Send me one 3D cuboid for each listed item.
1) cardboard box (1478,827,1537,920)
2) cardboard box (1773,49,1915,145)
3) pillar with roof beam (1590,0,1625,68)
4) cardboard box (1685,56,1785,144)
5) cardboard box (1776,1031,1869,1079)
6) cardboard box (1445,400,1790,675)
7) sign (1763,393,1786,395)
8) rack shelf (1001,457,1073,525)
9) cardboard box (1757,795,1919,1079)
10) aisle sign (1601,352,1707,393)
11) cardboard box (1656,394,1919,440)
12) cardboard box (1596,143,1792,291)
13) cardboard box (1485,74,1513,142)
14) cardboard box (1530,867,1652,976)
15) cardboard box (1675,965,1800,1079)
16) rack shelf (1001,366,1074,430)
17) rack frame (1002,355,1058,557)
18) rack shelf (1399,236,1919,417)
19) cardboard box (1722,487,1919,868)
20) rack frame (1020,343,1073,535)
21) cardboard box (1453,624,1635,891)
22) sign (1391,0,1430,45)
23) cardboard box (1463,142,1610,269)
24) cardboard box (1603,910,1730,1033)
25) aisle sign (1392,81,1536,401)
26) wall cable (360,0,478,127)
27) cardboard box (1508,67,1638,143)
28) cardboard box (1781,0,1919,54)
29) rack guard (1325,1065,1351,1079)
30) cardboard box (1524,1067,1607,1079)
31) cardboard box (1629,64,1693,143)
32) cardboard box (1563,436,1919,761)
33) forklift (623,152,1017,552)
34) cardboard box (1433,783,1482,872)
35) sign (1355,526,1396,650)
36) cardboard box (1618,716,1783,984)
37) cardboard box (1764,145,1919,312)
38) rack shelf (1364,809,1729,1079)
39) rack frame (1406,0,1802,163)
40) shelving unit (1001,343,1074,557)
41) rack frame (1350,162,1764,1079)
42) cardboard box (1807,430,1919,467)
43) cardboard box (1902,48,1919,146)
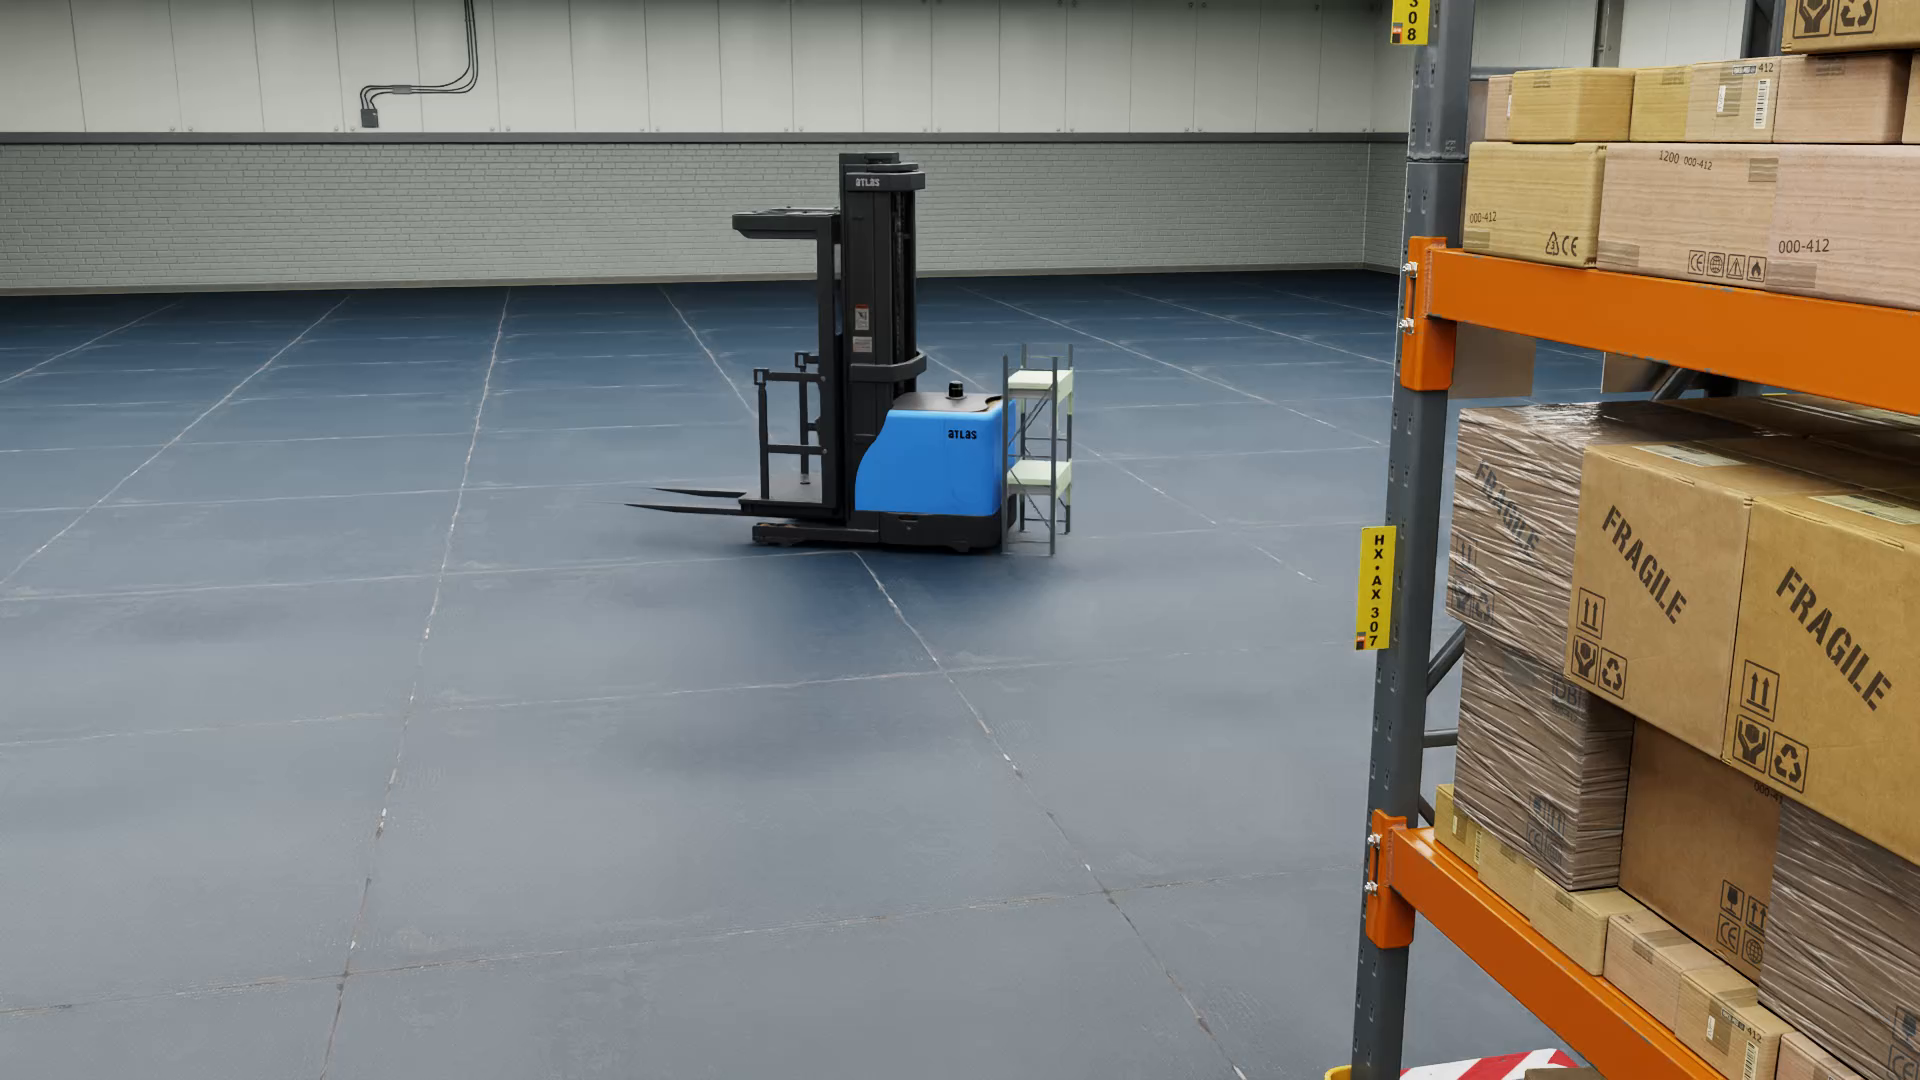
[{"bbox_3d":[1.474,0.774,3.966,0.380,0.149,0.250,-3,14,-13],"label":"cardboard box"},{"bbox_3d":[1.632,-0.747,2.821,0.380,0.149,0.250,-3,14,-13],"label":"cardboard box"},{"bbox_3d":[7.227,-8.411,28.395,9.100,9.000,0.400,-3,14,-13],"label":"pillar with roof beam"},{"bbox_3d":[1.579,-0.803,3.051,0.380,0.149,0.250,-3,14,-11],"label":"cardboard box"},{"bbox_3d":[1.734,1.004,3.028,0.380,0.149,0.250,-3,14,-13],"label":"cardboard box"},{"bbox_3d":[1.463,-0.022,3.753,0.500,0.500,0.500,-3,14,-13],"label":"cardboard box"},{"bbox_3d":[2.143,-0.228,4.433,0.100,0.325,0.005,-3,14,-13],"label":"sign"},{"bbox_3d":[0.592,-0.381,12.701,0.431,0.370,0.720,3,14,12],"label":"rack shelf"},{"bbox_3d":[2.010,0.676,3.001,0.875,0.500,0.500,-3,14,-13],"label":"cardboard box"},{"bbox_3d":[1.876,-0.779,4.319,0.394,0.787,0.004,-3,14,-13],"label":"aisle sign"},{"bbox_3d":[1.968,-0.051,3.871,0.500,0.500,0.500,-3,14,-13],"label":"cardboard box"},{"bbox_3d":[1.588,-0.625,3.162,0.500,0.250,0.500,-4,14,-14],"label":"cardboard box"},{"bbox_3d":[1.438,-0.987,3.802,0.380,0.149,0.250,-3,14,-14],"label":"cardboard box"},{"bbox_3d":[1.518,0.833,3.727,0.380,0.149,0.250,-3,14,-13],"label":"cardboard box"},{"bbox_3d":[1.649,0.948,3.258,0.380,0.149,0.250,-3,14,-13],"label":"cardboard box"},{"bbox_3d":[0.592,-1.077,12.531,0.431,0.370,0.720,3,14,12],"label":"rack shelf"},{"bbox_3d":[0.512,-0.613,12.276,0.400,1.500,0.023,3,14,12],"label":"rack frame"},{"bbox_3d":[2.068,-0.132,2.341,1.077,0.370,4.000,-3,14,-13],"label":"rack shelf"},{"bbox_3d":[1.692,0.209,2.807,0.500,0.500,0.500,-3,14,-13],"label":"cardboard box"},{"bbox_3d":[0.672,-0.783,12.970,0.400,1.500,0.023,3,14,12],"label":"rack frame"},{"bbox_3d":[1.701,0.450,3.927,0.875,0.500,0.500,-3,14,-13],"label":"cardboard box"},{"bbox_3d":[1.071,-1.337,3.917,0.100,0.325,0.005,-3,14,-13],"label":"sign"},{"bbox_3d":[1.460,-0.744,3.648,0.500,0.250,0.500,-3,14,-12],"label":"cardboard box"},{"bbox_3d":[1.597,0.889,3.495,0.380,0.149,0.250,-3,14,-13],"label":"cardboard box"},{"bbox_3d":[1.292,-0.746,4.182,0.394,0.787,0.004,-3,14,-13],"label":"aisle sign"},{"bbox_3d":[-10.791,-11.211,32.687,2.305,6.003,0.169,-3,14,-13],"label":"wall cable"},{"bbox_3d":[1.405,-0.922,3.535,0.380,0.149,0.250,-3,14,-12],"label":"cardboard box"},{"bbox_3d":[1.685,-1.021,2.574,0.500,0.500,0.500,-3,14,-13],"label":"cardboard box"},{"bbox_3d":[1.616,1.746,4.725,1.175,0.500,0.348,-3,14,-13],"label":"rack guard"},{"bbox_3d":[1.729,1.670,4.154,0.500,0.500,0.500,-1,14,-3],"label":"cardboard box"},{"bbox_3d":[1.584,-0.870,3.325,0.380,0.149,0.250,-4,14,-14],"label":"cardboard box"},{"bbox_3d":[1.573,0.094,3.279,0.500,0.500,0.500,-3,14,-13],"label":"cardboard box"},{"bbox_3d":[-1.120,-1.491,12.855,3.031,2.935,1.130,3,14,12],"label":"forklift"},{"bbox_3d":[1.434,0.716,4.207,0.380,0.149,0.250,-3,14,-13],"label":"cardboard box"},{"bbox_3d":[1.071,0.124,4.274,0.100,0.325,0.005,-3,14,-13],"label":"sign"},{"bbox_3d":[1.935,0.559,3.483,0.875,0.500,0.500,-3,14,-13],"label":"cardboard box"},{"bbox_3d":[1.700,-0.511,2.694,0.500,0.250,0.500,-3,14,-13],"label":"cardboard box"},{"bbox_3d":[2.068,1.326,2.697,1.077,0.370,4.000,-3,14,-13],"label":"rack shelf"},{"bbox_3d":[1.599,-2.400,3.788,1.000,3.000,0.127,-3,14,-13],"label":"rack frame"},{"bbox_3d":[0.592,-0.698,12.623,0.431,1.500,0.755,3,14,12],"label":"shelving unit"},{"bbox_3d":[1.599,0.515,4.500,1.000,3.000,0.127,-3,14,-13],"label":"rack frame"},{"bbox_3d":[2.091,0.064,3.401,0.500,0.500,0.500,-3,14,-13],"label":"cardboard box"},{"bbox_3d":[1.711,-0.685,2.566,0.380,0.149,0.250,-4,14,-16],"label":"cardboard box"}]
